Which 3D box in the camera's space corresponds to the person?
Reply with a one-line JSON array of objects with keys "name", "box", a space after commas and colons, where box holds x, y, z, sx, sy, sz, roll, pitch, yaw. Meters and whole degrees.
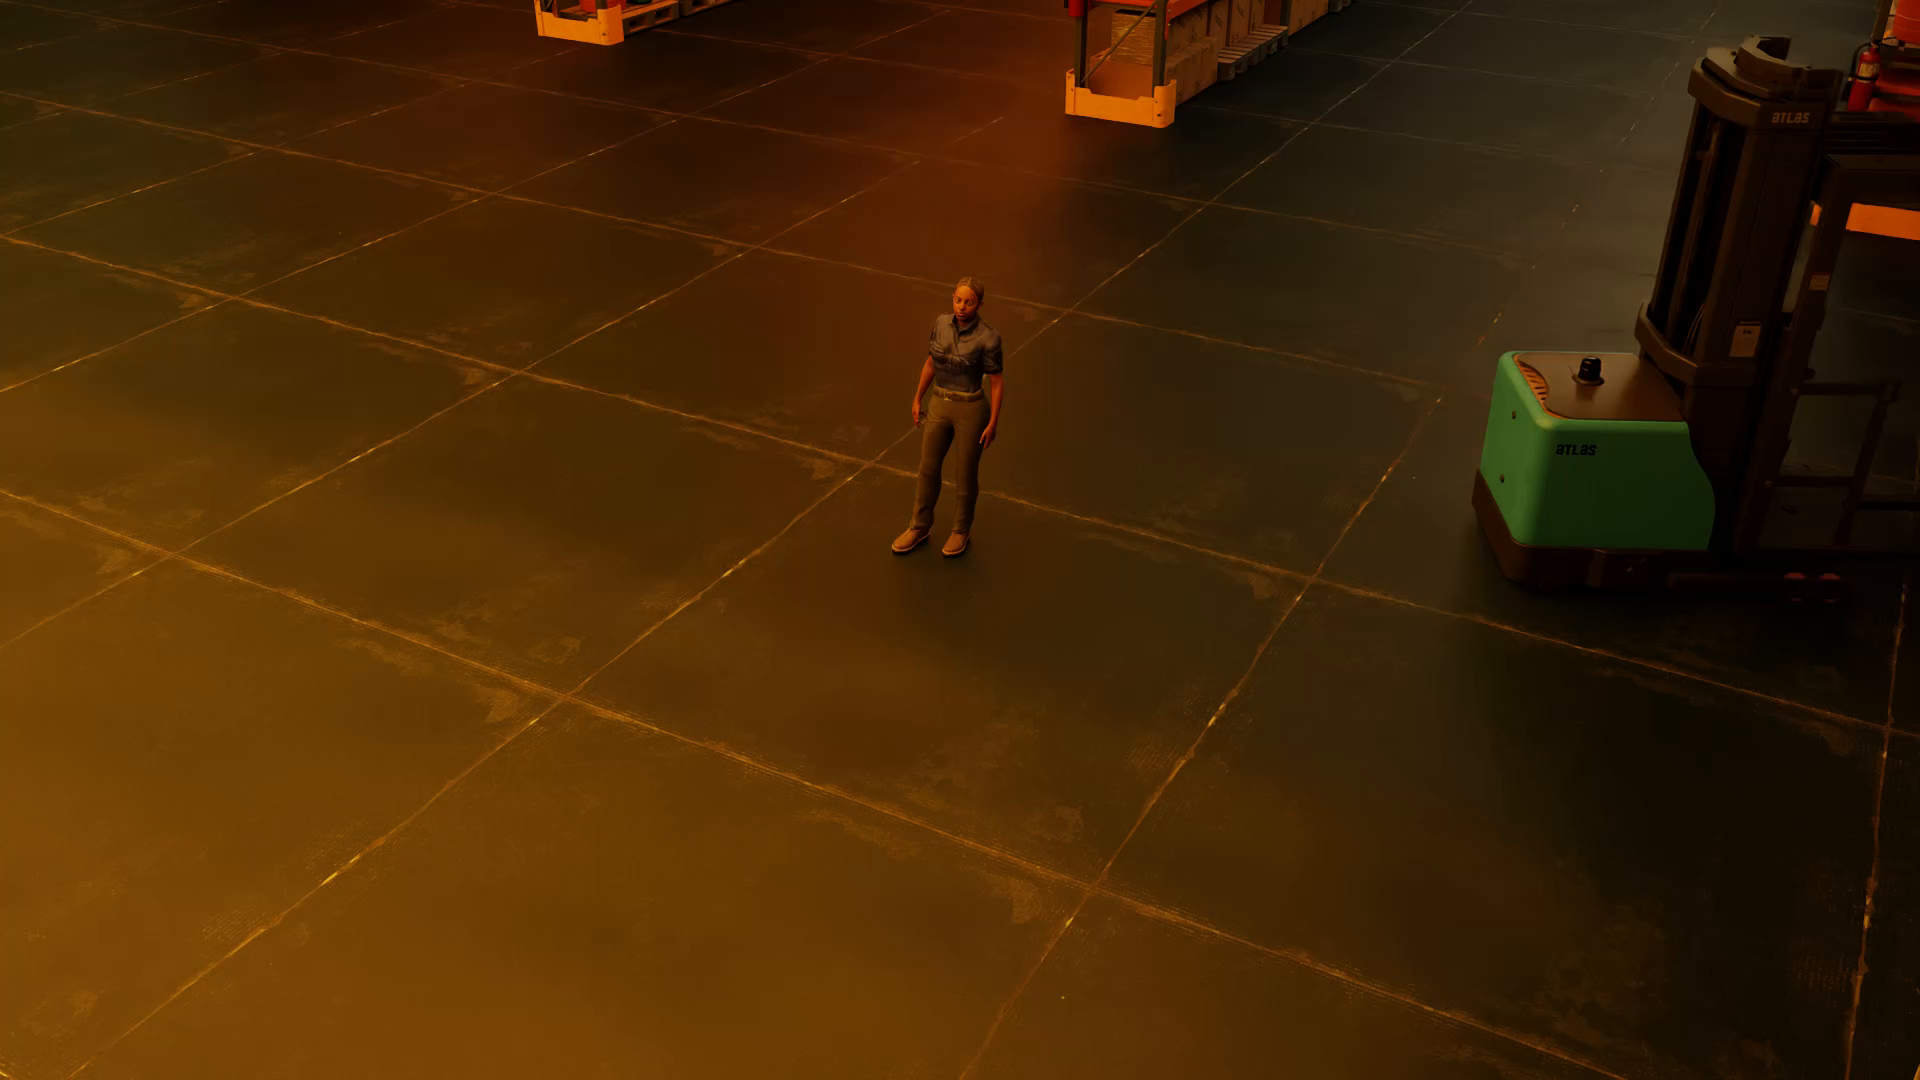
[{"name": "person", "box": [-0.060, -0.690, 9.527, 0.569, 1.656, 0.503, 15, 33, 25]}]

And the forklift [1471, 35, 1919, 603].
[{"name": "forklift", "box": [4.647, -1.188, 9.128, 3.031, 2.935, 1.130, 1, 30, 2]}]
